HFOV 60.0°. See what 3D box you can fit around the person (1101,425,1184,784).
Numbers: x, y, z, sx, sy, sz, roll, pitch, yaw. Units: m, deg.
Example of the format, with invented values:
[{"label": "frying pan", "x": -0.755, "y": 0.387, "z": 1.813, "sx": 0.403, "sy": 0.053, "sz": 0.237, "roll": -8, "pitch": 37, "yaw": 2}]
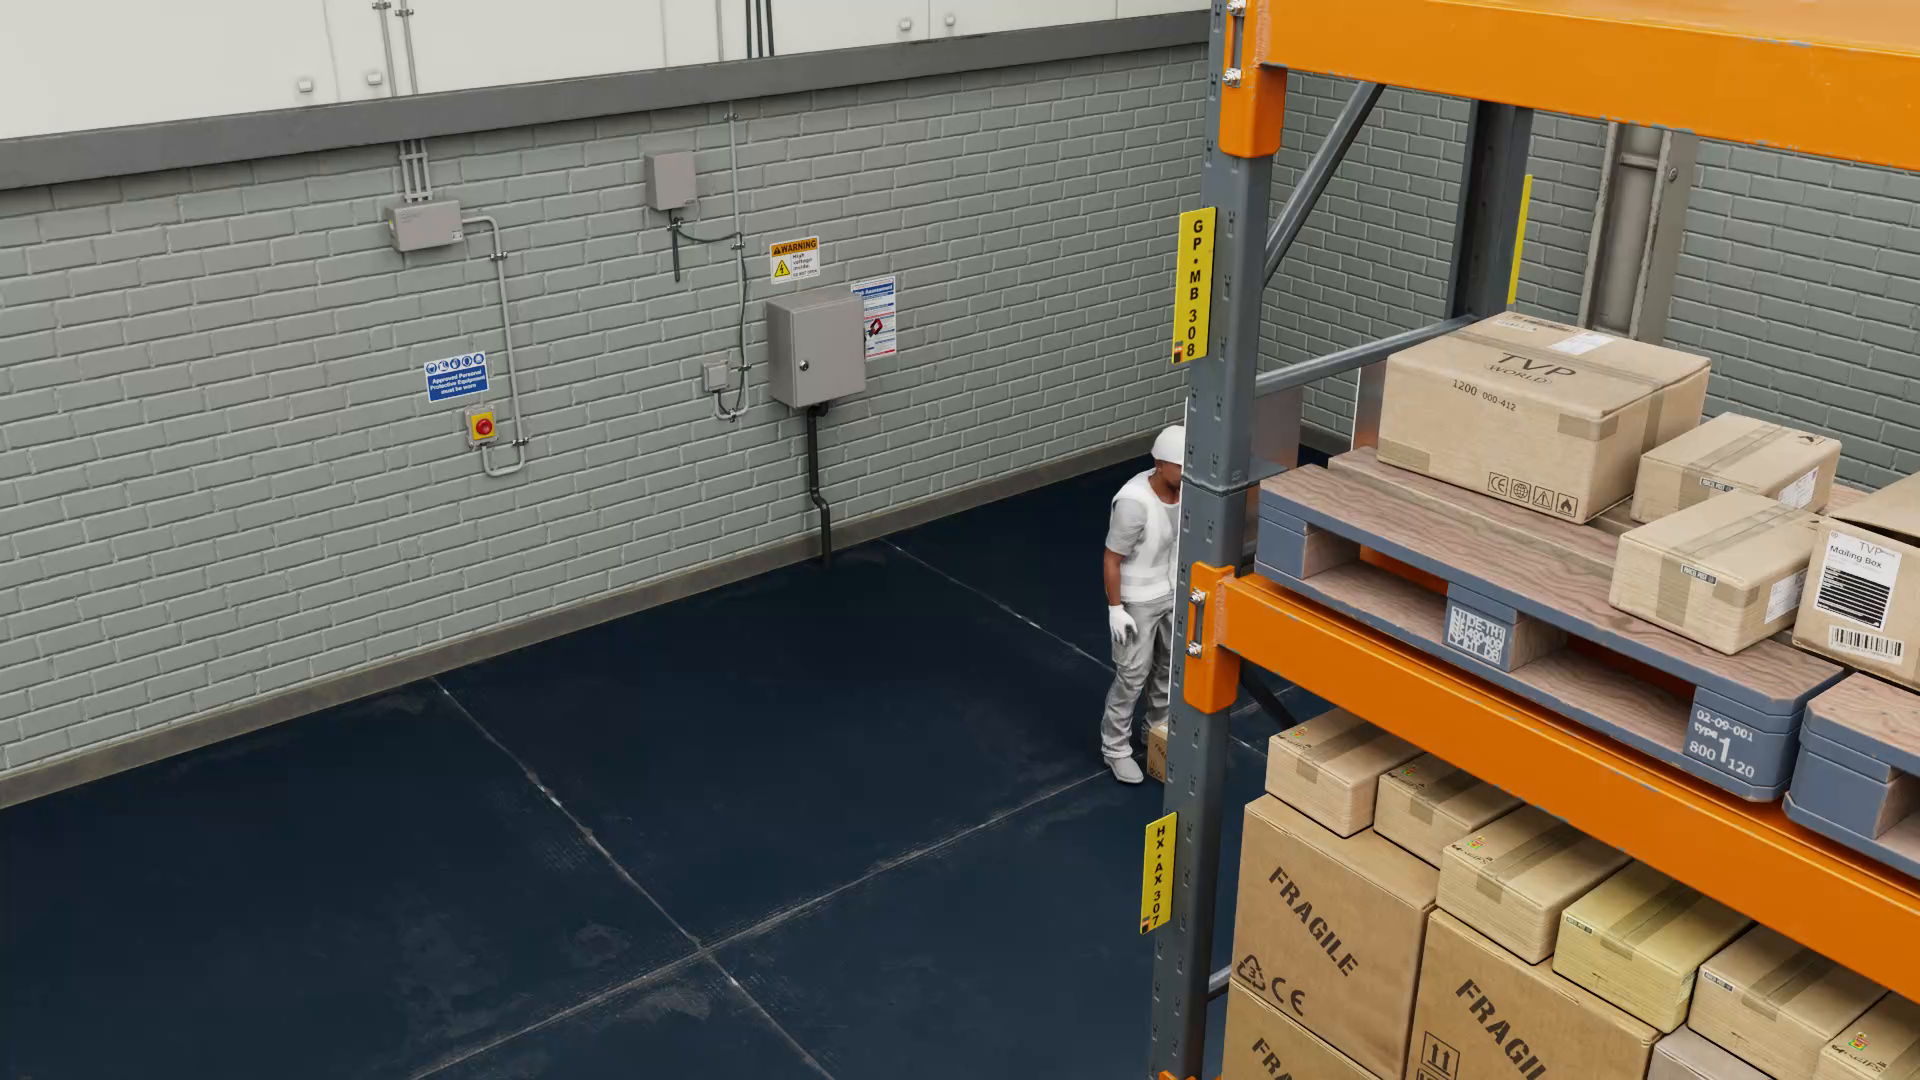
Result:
[{"label": "person", "x": 0.938, "y": 0.280, "z": 7.976, "sx": 0.619, "sy": 1.775, "sz": 0.446, "roll": -18, "pitch": 30, "yaw": -34}]
